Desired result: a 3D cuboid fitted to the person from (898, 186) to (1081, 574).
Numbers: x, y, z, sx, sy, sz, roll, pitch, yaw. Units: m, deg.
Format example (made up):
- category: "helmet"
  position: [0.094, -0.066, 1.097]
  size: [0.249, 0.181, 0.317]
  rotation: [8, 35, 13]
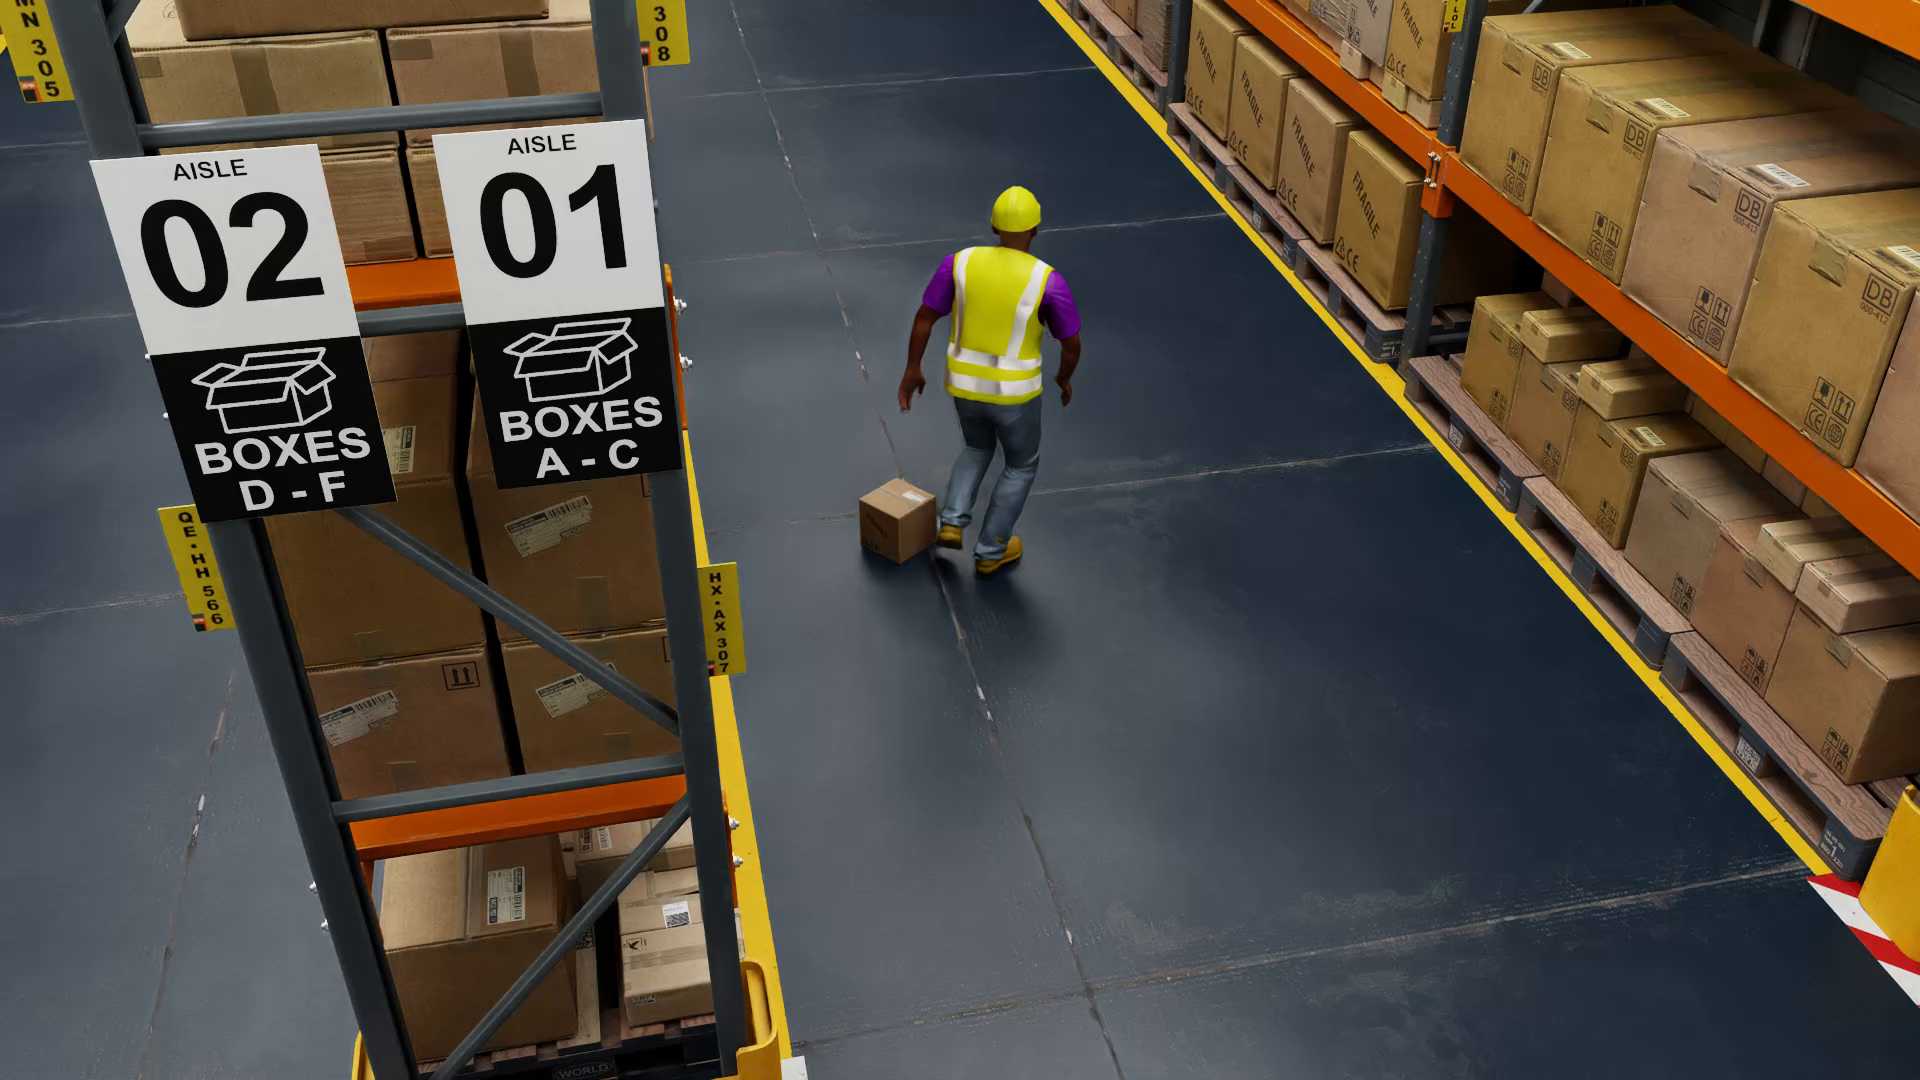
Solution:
- category: "person"
  position: [0.134, -0.668, 7.192]
  size: [0.735, 1.665, 0.698]
  rotation: [17, 38, 23]
